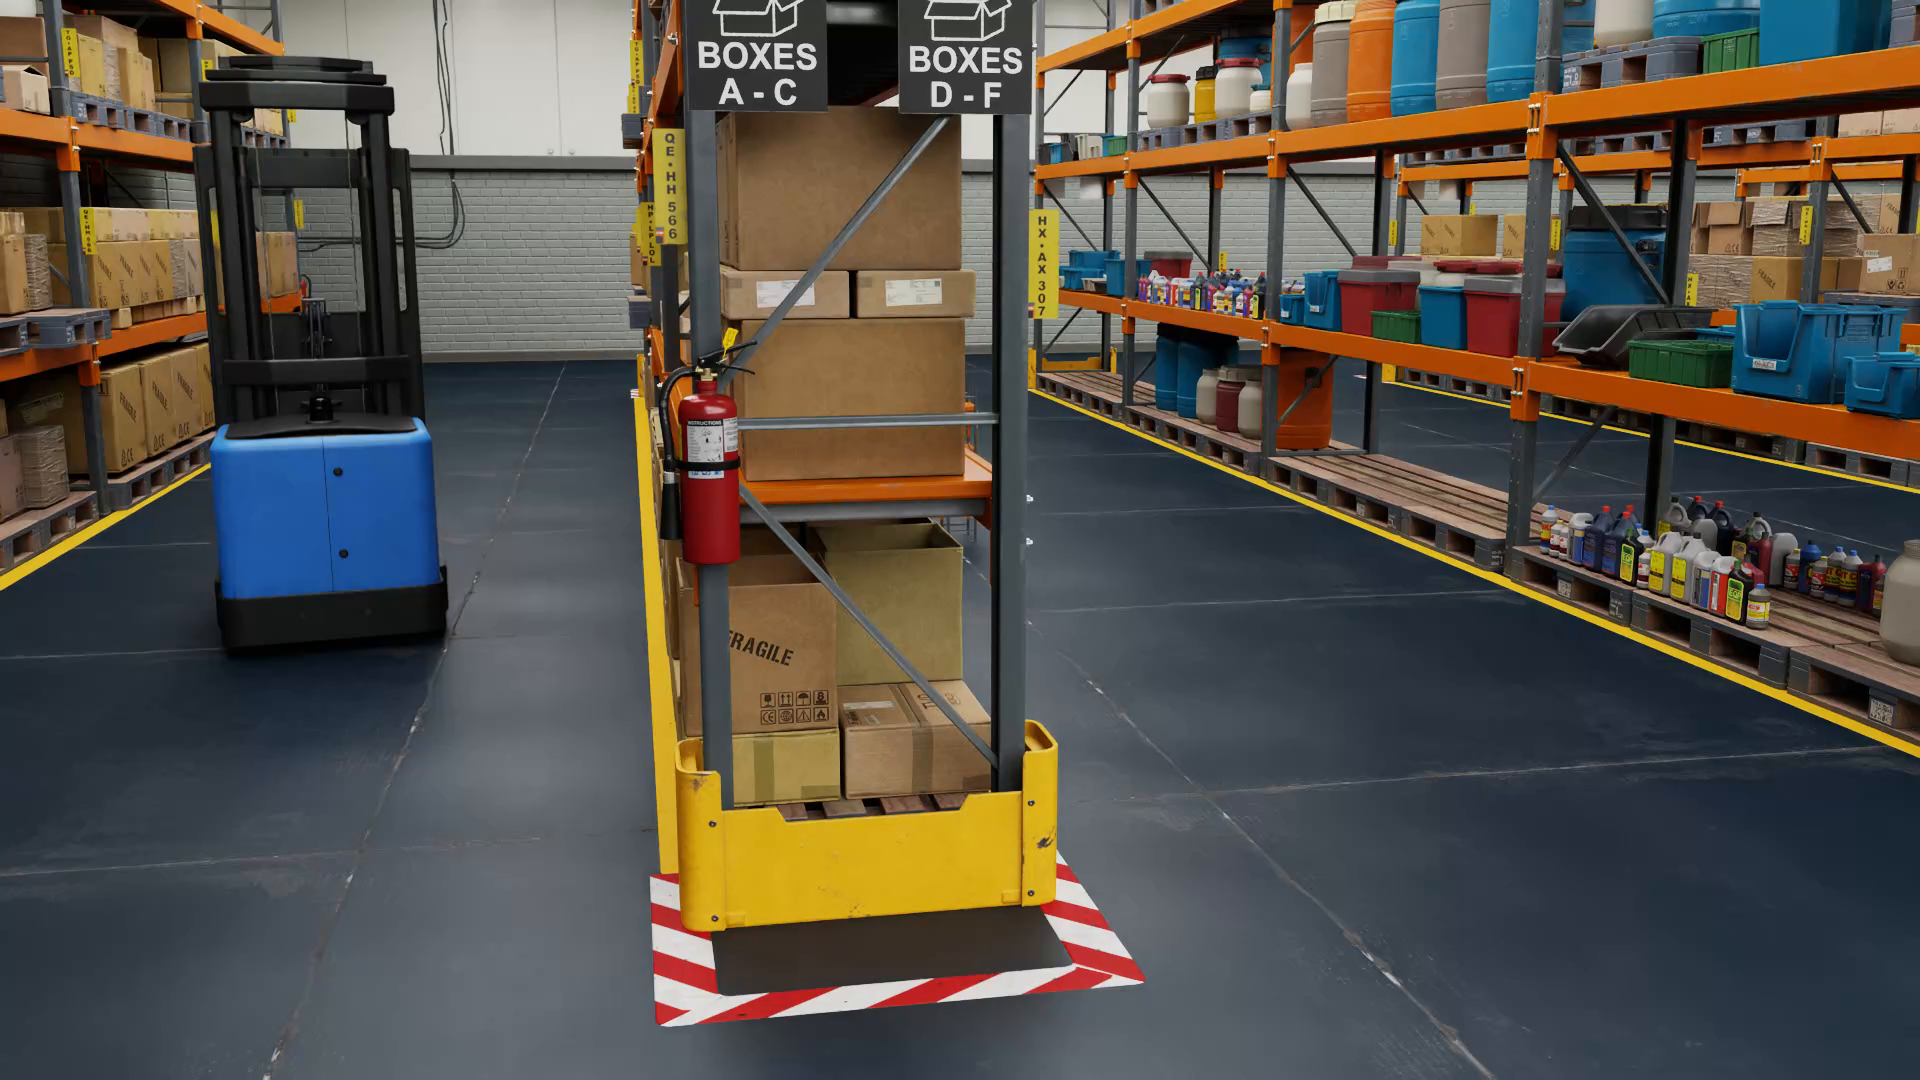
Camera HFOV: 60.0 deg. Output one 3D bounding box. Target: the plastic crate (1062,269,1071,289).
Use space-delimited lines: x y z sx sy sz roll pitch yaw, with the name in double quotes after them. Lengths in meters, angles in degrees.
1.433 -3.112 19.813 0.416 0.233 0.300 -2 11 -11 "plastic crate"

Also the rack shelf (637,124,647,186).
-2.241 -3.304 14.434 1.077 0.370 4.000 -2 11 -11 "rack shelf"

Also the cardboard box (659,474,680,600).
-1.096 -0.027 7.543 0.500 0.500 0.500 -2 11 -11 "cardboard box"

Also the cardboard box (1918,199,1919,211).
11.616 -3.835 19.585 0.500 0.500 0.500 -3 11 -13 "cardboard box"

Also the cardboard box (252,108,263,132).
-7.655 -4.443 17.507 0.500 0.250 0.500 -2 11 -13 "cardboard box"

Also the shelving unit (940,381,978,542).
-0.010 -0.526 11.150 0.215 1.050 0.252 -2 11 -11 "shelving unit"

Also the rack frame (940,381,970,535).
-0.034 -0.548 11.267 0.200 1.050 0.008 -2 11 -11 "rack frame"

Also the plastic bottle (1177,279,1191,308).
2.171 -2.358 15.895 0.152 0.276 0.135 -2 11 -11 "plastic bottle"

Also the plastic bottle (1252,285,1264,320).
2.510 -1.998 13.982 0.061 0.283 0.133 -2 11 -11 "plastic bottle"

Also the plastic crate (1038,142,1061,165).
1.253 -4.792 20.680 0.497 0.269 0.590 -2 11 -11 "plastic crate"

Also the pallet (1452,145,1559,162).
6.705 -4.714 20.155 1.003 0.211 1.213 -2 11 -11 "pallet"

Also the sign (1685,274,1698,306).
4.327 -1.417 9.877 0.100 0.325 0.005 -2 11 -11 "sign"

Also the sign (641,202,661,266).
-1.605 -1.592 8.652 0.100 0.325 0.005 -2 11 -11 "sign"

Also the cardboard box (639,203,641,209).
-3.085 -3.268 17.403 0.500 0.500 0.500 -2 11 -12 "cardboard box"

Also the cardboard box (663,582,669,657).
-1.097 0.341 7.614 0.500 0.250 0.500 -2 11 -11 "cardboard box"

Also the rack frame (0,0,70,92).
-6.711 -4.583 11.209 1.000 3.000 0.127 -2 11 -11 "rack frame"

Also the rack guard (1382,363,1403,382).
6.305 -2.420 22.575 1.175 0.500 0.348 -2 11 -11 "rack guard"

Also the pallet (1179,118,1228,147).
2.701 -3.763 15.426 1.003 0.211 1.213 -2 11 -11 "pallet"

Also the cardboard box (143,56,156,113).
-7.425 -3.943 14.425 0.700 0.500 0.500 -3 11 -14 "cardboard box"

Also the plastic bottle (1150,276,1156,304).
1.967 -2.521 16.765 0.097 0.271 0.097 0 11 0 "plastic bottle"

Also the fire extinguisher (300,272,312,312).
-7.843 -2.927 19.755 0.296 0.674 0.183 -2 11 -11 "fire extinguisher"

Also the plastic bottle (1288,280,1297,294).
3.060 -2.244 15.275 0.061 0.283 0.133 -2 11 -11 "plastic bottle"

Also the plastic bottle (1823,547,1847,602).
4.430 0.170 8.402 0.097 0.271 0.097 0 11 0 "plastic bottle"

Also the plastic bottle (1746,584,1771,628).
3.776 0.308 7.861 0.097 0.201 0.097 0 11 0 "plastic bottle"

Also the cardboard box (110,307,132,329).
-6.557 -1.690 12.670 0.380 0.149 0.250 -2 11 -9 "cardboard box"

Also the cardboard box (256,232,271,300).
-7.866 -2.884 17.526 0.980 0.700 0.700 -3 11 -14 "cardboard box"

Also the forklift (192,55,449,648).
-3.619 -1.141 9.354 1.130 2.935 3.031 -4 12 -20 "forklift"

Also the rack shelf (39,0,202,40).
-7.100 -4.400 13.241 1.077 0.370 4.000 -2 11 -11 "rack shelf"

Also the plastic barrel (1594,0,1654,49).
3.676 -2.911 9.026 0.421 0.512 0.421 0 11 0 "plastic barrel"

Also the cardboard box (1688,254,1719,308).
7.331 -2.494 16.010 0.500 0.500 0.500 -2 11 -13 "cardboard box"

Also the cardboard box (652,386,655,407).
-2.365 -1.063 14.268 0.500 0.500 0.500 -3 11 -13 "cardboard box"

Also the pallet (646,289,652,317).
-2.235 -2.079 14.611 1.003 0.211 1.213 -2 11 -11 "pallet"

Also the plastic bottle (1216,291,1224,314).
2.347 -2.129 14.890 0.097 0.201 0.097 0 11 0 "plastic bottle"

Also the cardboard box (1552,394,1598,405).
7.232 -1.956 18.011 1.225 0.875 0.875 -2 11 -11 "cardboard box"

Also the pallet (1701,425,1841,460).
7.786 -0.954 15.644 1.003 0.211 1.213 -2 11 -11 "pallet"

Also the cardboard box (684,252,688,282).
-1.212 -1.395 8.500 0.380 0.149 0.250 -2 11 -11 "cardboard box"

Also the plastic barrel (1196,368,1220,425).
2.478 -1.377 15.940 0.421 0.512 0.421 0 11 0 "plastic barrel"

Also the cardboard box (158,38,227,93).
-7.352 -4.534 15.980 0.500 0.500 0.500 -2 11 -12 "cardboard box"

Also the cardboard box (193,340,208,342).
-8.004 -2.059 17.819 0.380 0.149 0.250 -2 11 -10 "cardboard box"

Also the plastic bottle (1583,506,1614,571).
3.535 -0.015 9.158 0.144 0.351 0.185 -2 11 -9 "plastic bottle"

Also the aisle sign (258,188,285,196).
-7.986 -4.405 19.363 0.394 0.787 0.004 -2 11 -11 "aisle sign"

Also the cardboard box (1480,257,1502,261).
6.542 -3.242 19.816 0.500 0.250 0.500 -2 11 -10 "cardboard box"

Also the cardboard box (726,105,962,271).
-0.385 -1.132 5.384 0.700 0.500 0.500 -2 11 -11 "cardboard box"

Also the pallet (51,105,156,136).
-7.108 -3.338 13.195 1.003 0.211 1.213 -2 11 -8 "pallet"

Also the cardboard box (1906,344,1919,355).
11.560 -2.271 20.018 0.380 0.149 0.250 -2 11 -10 "cardboard box"

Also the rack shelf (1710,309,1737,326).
7.477 -2.190 16.604 1.077 0.370 4.000 -2 11 -11 "rack shelf"

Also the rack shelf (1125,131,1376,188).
2.618 -3.483 15.377 1.077 0.370 4.000 -2 11 -11 "rack shelf"

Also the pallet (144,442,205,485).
-7.024 -0.637 13.978 1.003 0.211 1.213 -2 11 -11 "pallet"

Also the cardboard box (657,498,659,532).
-1.636 -0.191 10.409 0.500 0.250 0.500 -2 11 -10 "cardboard box"

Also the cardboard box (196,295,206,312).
-7.073 -2.159 15.136 0.380 0.149 0.250 -2 11 -10 "cardboard box"

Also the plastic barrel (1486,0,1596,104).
3.474 -3.068 9.930 0.600 0.901 0.708 -2 11 -11 "plastic barrel"

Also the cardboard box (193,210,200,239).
-7.147 -2.867 15.114 0.500 0.250 0.500 -2 11 -10 "cardboard box"

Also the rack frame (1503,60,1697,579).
3.785 -1.263 9.809 1.000 3.000 0.127 -2 11 -11 "rack frame"

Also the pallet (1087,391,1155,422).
2.048 -1.494 18.480 1.003 0.211 1.213 -2 11 -11 "pallet"

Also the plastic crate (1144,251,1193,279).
2.302 -2.964 18.414 0.402 0.464 0.583 -2 11 -11 "plastic crate"
